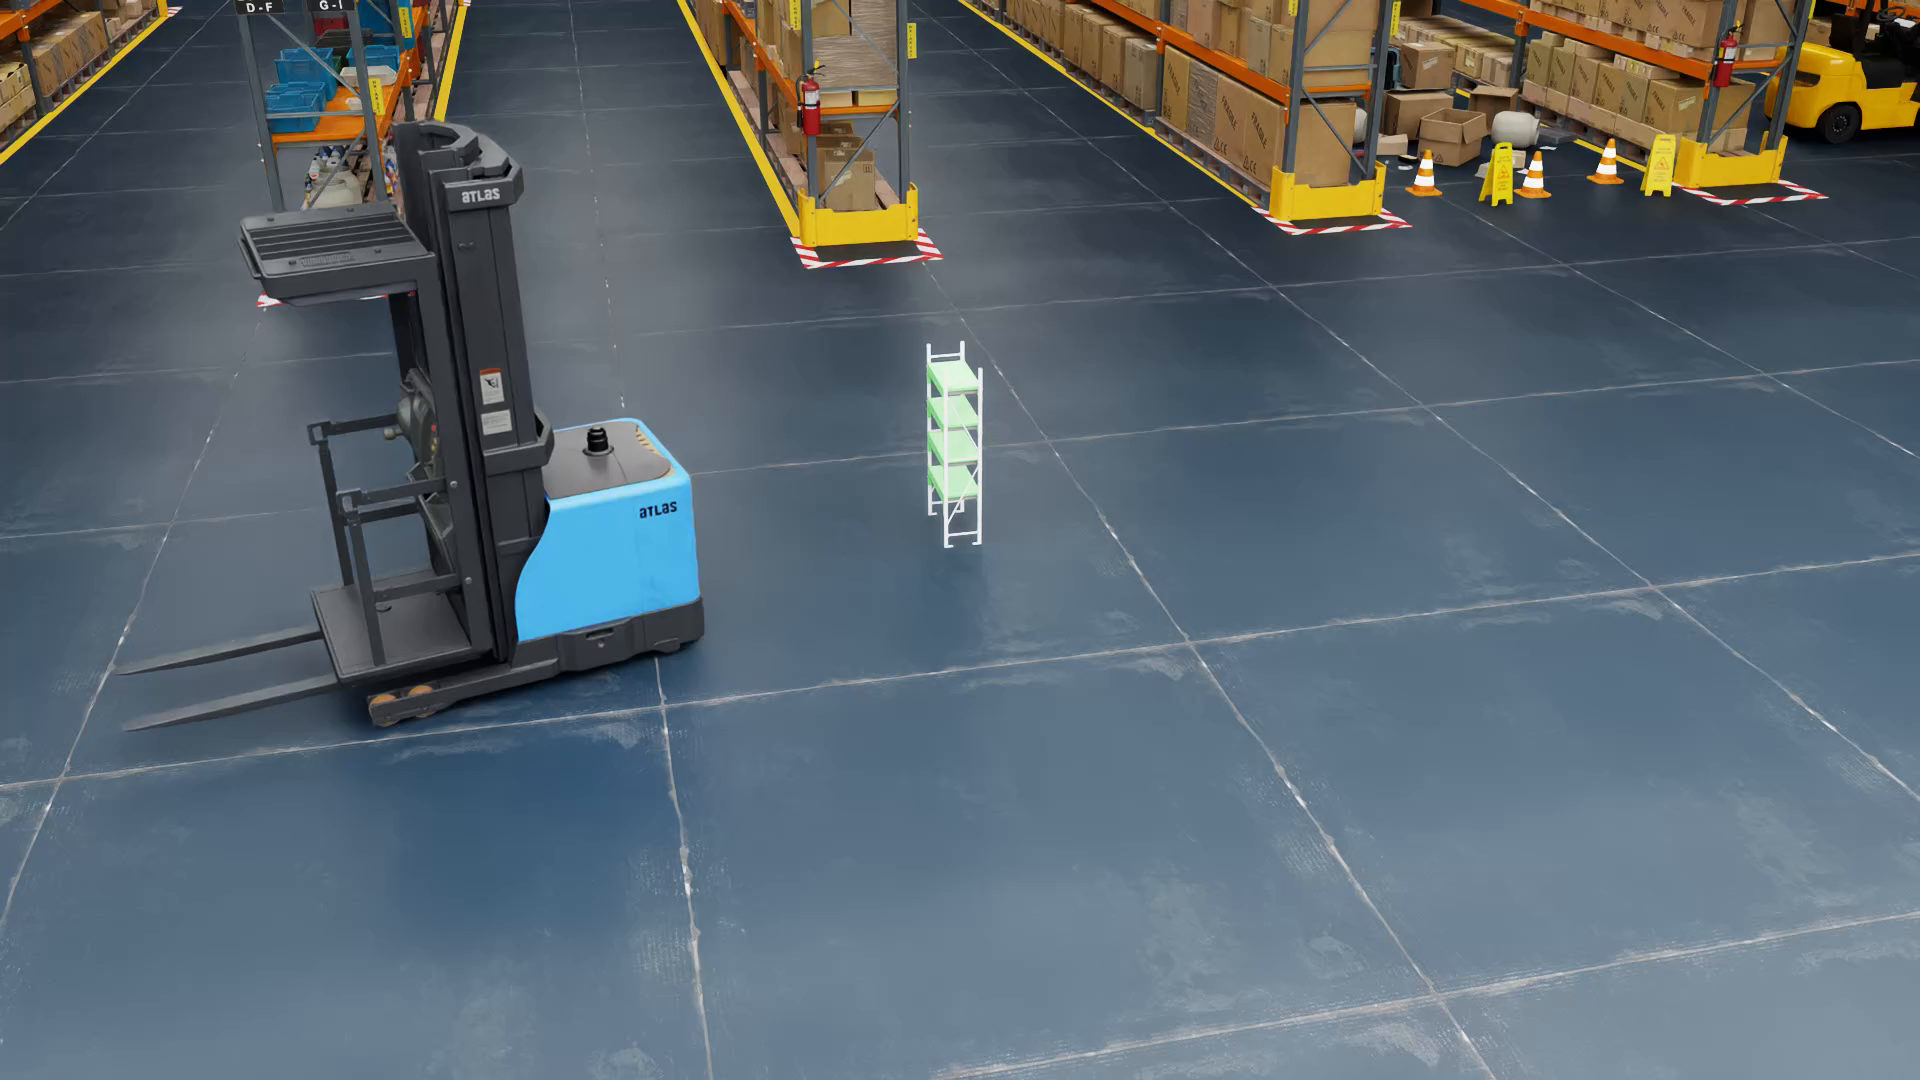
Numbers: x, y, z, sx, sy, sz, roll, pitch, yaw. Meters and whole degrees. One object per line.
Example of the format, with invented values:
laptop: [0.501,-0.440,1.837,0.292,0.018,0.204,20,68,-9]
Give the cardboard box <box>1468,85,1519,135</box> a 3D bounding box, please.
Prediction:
cardboard box: [6.669,-5.384,20.860,0.500,0.500,0.500,13,30,24]

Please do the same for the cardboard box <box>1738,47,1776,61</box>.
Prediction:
cardboard box: [8.780,-5.410,18.418,0.380,0.149,0.250,-6,27,-11]

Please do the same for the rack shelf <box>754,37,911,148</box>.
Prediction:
rack shelf: [-1.451,-4.902,17.932,1.077,0.370,4.000,-6,27,-12]

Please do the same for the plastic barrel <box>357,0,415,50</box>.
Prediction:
plastic barrel: [-6.519,-6.023,18.797,0.600,0.901,0.708,-6,27,-12]

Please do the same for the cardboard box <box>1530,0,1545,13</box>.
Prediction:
cardboard box: [7.512,-6.825,21.221,0.380,0.149,0.250,-6,27,-12]

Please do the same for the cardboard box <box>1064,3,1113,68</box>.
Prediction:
cardboard box: [2.102,-7.223,23.763,1.050,0.750,0.750,-6,27,-12]

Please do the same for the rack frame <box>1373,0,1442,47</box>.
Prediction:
rack frame: [6.852,-8.864,24.982,1.000,3.000,0.127,-6,27,-12]

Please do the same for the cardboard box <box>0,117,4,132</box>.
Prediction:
cardboard box: [-11.750,-4.934,19.783,0.500,0.250,0.500,-5,27,-11]

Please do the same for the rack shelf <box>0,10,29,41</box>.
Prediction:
rack shelf: [-12.004,-5.654,19.421,1.077,0.370,4.000,-6,27,-12]

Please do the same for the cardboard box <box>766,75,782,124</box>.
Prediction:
cardboard box: [-2.019,-5.454,20.512,0.700,0.500,0.500,-8,28,-16]

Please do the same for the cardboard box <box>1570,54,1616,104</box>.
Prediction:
cardboard box: [7.871,-5.654,20.377,0.500,0.500,0.500,-5,27,-9]

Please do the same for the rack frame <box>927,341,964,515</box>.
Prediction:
rack frame: [-0.092,-0.715,10.836,0.240,1.200,0.015,-6,27,-12]

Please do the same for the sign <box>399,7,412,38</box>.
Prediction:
sign: [-6.188,-5.773,18.552,0.100,0.325,0.005,-6,27,-12]

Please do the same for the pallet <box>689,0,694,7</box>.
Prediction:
pallet: [-4.349,-9.781,29.895,1.003,0.211,1.213,-6,27,-12]

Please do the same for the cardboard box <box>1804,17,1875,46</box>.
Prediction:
cardboard box: [12.460,-6.969,23.397,0.875,0.625,0.625,-5,27,-9]

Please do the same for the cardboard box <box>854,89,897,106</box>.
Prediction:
cardboard box: [-0.832,-4.383,16.383,0.380,0.149,0.250,-6,27,-12]

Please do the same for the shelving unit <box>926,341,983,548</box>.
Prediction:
shelving unit: [-0.037,-0.608,10.624,0.258,1.200,0.503,-6,27,-12]

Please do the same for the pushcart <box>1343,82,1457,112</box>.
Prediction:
pushcart: [5.544,-5.684,21.592,1.648,0.377,0.936,-16,31,-29]

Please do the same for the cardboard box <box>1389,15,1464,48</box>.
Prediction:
cardboard box: [6.970,-7.629,24.986,0.950,0.372,0.625,-8,28,-15]

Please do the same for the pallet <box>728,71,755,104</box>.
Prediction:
pallet: [-2.628,-6.269,22.937,1.003,0.211,1.213,-6,27,-12]

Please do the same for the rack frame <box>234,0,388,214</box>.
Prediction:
rack frame: [-5.825,-3.842,15.034,1.000,3.000,0.127,-6,27,-12]

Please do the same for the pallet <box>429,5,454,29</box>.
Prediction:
pallet: [-9.012,-8.721,27.794,1.003,0.211,1.213,-6,27,-12]

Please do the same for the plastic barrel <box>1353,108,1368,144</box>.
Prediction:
plastic barrel: [4.704,-5.068,20.322,0.512,0.421,0.421,13,30,24]

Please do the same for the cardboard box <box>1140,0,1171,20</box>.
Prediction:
cardboard box: [2.576,-6.807,20.797,0.500,0.500,0.500,-6,27,-12]

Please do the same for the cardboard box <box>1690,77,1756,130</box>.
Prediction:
cardboard box: [8.737,-5.039,19.158,0.500,0.500,0.500,-7,28,-13]

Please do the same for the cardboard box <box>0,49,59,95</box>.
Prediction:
cardboard box: [-12.279,-6.162,21.916,0.500,0.500,0.500,-5,27,-9]

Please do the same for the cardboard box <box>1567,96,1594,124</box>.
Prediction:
cardboard box: [7.877,-5.315,20.538,0.500,0.250,0.500,-6,27,-12]

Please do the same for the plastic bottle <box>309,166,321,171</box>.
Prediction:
plastic bottle: [-6.728,-3.759,17.403,0.152,0.276,0.135,-7,28,-13]

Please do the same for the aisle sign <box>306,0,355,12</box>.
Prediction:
aisle sign: [-5.524,-5.001,14.444,0.394,0.787,0.004,-6,27,-12]

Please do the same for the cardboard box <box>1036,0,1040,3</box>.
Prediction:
cardboard box: [1.419,-8.442,25.622,0.500,0.250,0.500,-5,27,-10]

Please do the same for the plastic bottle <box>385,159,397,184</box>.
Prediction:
plastic bottle: [-6.076,-3.932,17.750,0.097,0.271,0.097,0,27,0]

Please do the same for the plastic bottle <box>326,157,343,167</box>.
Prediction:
plastic bottle: [-6.672,-3.939,17.760,0.152,0.276,0.135,-6,27,-12]

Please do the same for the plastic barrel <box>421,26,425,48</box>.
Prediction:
plastic barrel: [-8.264,-7.810,24.757,0.600,0.901,0.708,-6,27,-12]

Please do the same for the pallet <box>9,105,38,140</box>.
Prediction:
pallet: [-12.308,-5.243,20.903,1.003,0.211,1.213,-6,27,-12]

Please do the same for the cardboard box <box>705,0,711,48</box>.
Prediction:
cardboard box: [-3.131,-7.794,24.754,1.225,0.875,0.875,-6,27,-11]

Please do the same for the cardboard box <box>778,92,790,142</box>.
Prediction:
cardboard box: [-1.850,-4.993,19.622,0.500,0.500,0.500,-7,28,-13]

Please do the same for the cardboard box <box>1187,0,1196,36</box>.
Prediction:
cardboard box: [3.195,-6.228,19.593,0.875,0.550,0.550,-6,27,-12]

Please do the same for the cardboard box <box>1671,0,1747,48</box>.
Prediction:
cardboard box: [8.264,-5.739,18.351,0.500,0.500,0.500,-6,27,-13]

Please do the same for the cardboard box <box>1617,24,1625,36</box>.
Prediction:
cardboard box: [8.037,-6.055,19.696,0.380,0.149,0.250,-6,27,-12]

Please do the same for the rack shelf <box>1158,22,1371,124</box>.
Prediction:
rack shelf: [3.405,-5.362,18.842,1.077,0.370,4.000,-6,27,-12]

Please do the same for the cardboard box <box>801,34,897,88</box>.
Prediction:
cardboard box: [-1.097,-4.767,16.425,0.875,0.500,0.500,-6,27,-12]

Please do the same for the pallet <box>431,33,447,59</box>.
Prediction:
pallet: [-8.397,-7.523,25.420,1.003,0.211,1.213,-6,27,-12]

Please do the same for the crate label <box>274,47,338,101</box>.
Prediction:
crate label: [-6.504,-4.639,16.572,0.502,0.435,0.616,-6,27,-12]

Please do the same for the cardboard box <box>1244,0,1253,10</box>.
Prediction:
cardboard box: [3.602,-6.012,17.968,0.875,0.550,0.550,-6,27,-12]

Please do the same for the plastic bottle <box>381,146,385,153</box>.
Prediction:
plastic bottle: [-6.396,-4.215,18.307,0.152,0.276,0.135,-6,27,-12]

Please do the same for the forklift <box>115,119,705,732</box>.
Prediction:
forklift: [-3.014,-0.594,8.675,3.031,2.935,1.130,-13,30,-24]

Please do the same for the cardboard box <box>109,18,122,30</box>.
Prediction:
cardboard box: [-13.445,-8.126,26.176,0.380,0.166,0.250,-6,27,-12]

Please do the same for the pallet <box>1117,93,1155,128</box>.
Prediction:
pallet: [2.706,-5.647,21.704,1.003,0.211,1.213,-6,27,-12]

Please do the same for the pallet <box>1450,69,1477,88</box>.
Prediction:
pallet: [7.298,-6.741,23.871,1.003,0.211,1.213,-6,27,-12]

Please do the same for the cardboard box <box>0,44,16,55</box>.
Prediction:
cardboard box: [-12.895,-6.320,22.229,0.500,0.500,0.500,-5,27,-10]

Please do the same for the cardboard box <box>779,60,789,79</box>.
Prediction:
cardboard box: [-1.706,-4.985,17.577,0.380,0.149,0.250,-6,27,-12]

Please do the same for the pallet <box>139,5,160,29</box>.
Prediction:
pallet: [-14.060,-8.737,27.826,1.003,0.211,1.213,-6,27,-12]
